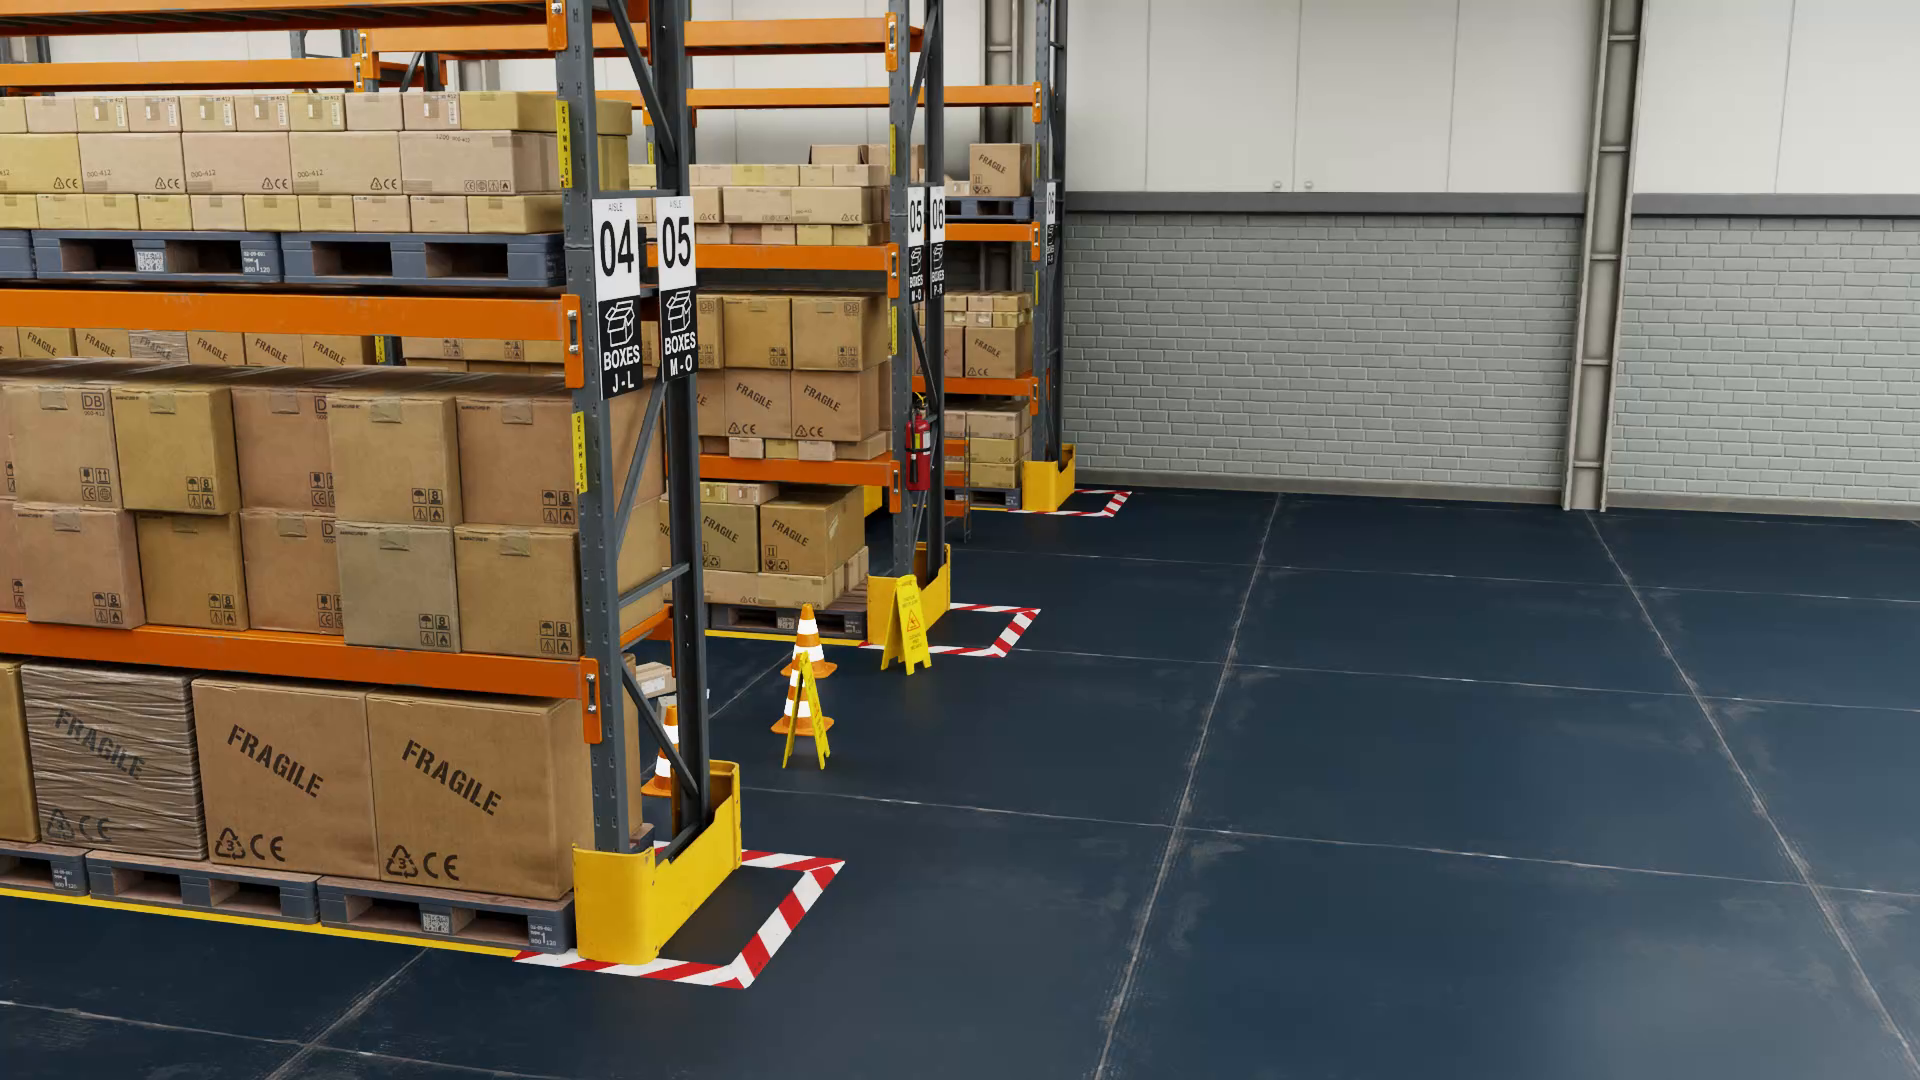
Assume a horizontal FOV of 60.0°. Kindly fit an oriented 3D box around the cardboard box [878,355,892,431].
[{"bbox_3d":[-0.689,-1.105,12.389,0.500,0.500,0.500,3,13,13],"label":"cardboard box"}]

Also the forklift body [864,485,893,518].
[{"bbox_3d":[-1.388,-1.173,15.570,1.214,2.155,2.313,3,13,14],"label":"forklift body"}]

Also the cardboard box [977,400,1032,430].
[{"bbox_3d":[0.469,-1.288,17.200,0.500,0.250,0.500,3,13,13],"label":"cardboard box"}]

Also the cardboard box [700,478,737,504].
[{"bbox_3d":[-1.752,-0.379,12.184,0.250,0.149,0.380,3,13,14],"label":"cardboard box"}]

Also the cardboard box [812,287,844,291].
[{"bbox_3d":[-1.375,-2.564,17.468,0.250,0.149,0.380,3,13,13],"label":"cardboard box"}]

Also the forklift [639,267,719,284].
[{"bbox_3d":[-3.043,-1.846,16.803,1.130,2.935,3.031,5,13,21],"label":"forklift"}]

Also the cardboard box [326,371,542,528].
[{"bbox_3d":[-2.290,-0.419,7.375,0.550,0.550,0.875,3,13,14],"label":"cardboard box"}]

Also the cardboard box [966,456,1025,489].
[{"bbox_3d":[0.358,-0.693,16.827,0.500,0.250,0.500,3,13,14],"label":"cardboard box"}]

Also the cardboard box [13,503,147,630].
[{"bbox_3d":[-3.870,0.030,7.842,0.550,0.550,0.875,3,13,14],"label":"cardboard box"}]

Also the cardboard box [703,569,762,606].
[{"bbox_3d":[-1.646,0.295,12.374,0.500,0.250,0.500,3,13,14],"label":"cardboard box"}]

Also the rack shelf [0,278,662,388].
[{"bbox_3d":[-3.325,-0.999,7.564,4.000,0.370,1.077,3,13,14],"label":"rack shelf"}]

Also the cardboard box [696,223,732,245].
[{"bbox_3d":[-1.691,-2.187,11.836,0.250,0.149,0.380,3,13,13],"label":"cardboard box"}]

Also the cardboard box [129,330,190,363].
[{"bbox_3d":[-6.173,-1.491,13.159,0.500,0.500,0.500,3,13,11],"label":"cardboard box"}]

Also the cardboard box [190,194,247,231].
[{"bbox_3d":[-3.021,-1.390,7.043,0.250,0.149,0.380,3,13,14],"label":"cardboard box"}]

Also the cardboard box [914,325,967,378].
[{"bbox_3d":[-0.152,-1.920,16.750,0.500,0.500,0.500,3,13,15],"label":"cardboard box"}]

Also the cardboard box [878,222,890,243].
[{"bbox_3d":[-0.540,-2.256,12.146,0.250,0.149,0.380,3,13,14],"label":"cardboard box"}]

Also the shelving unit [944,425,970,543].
[{"bbox_3d":[-0.052,-0.515,15.149,0.252,1.050,0.215,3,13,14],"label":"shelving unit"}]

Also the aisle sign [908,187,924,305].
[{"bbox_3d":[-0.305,-2.033,11.488,0.004,0.787,0.394,3,13,14],"label":"aisle sign"}]

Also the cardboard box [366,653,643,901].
[{"bbox_3d":[-2.058,1.029,7.624,0.875,0.875,0.875,3,13,14],"label":"cardboard box"}]

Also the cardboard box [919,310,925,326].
[{"bbox_3d":[-0.244,-2.246,16.718,0.250,0.149,0.380,3,13,13],"label":"cardboard box"}]

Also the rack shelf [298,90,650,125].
[{"bbox_3d":[-4.935,-4.566,17.639,4.000,0.370,1.077,3,13,14],"label":"rack shelf"}]

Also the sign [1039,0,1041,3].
[{"bbox_3d":[0.746,-5.182,15.494,0.005,0.325,0.100,3,13,14],"label":"sign"}]

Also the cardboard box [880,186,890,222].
[{"bbox_3d":[-0.720,-2.447,12.088,0.500,0.250,0.500,3,13,13],"label":"cardboard box"}]

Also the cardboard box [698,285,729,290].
[{"bbox_3d":[-2.611,-2.638,17.798,0.250,0.149,0.380,3,13,14],"label":"cardboard box"}]

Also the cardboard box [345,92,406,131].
[{"bbox_3d":[-2.283,-1.740,6.780,0.250,0.149,0.380,3,13,14],"label":"cardboard box"}]

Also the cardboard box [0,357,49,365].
[{"bbox_3d":[-4.917,-0.564,8.027,0.550,0.550,0.875,3,13,14],"label":"cardboard box"}]

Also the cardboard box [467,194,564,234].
[{"bbox_3d":[-1.787,-1.324,6.746,0.250,0.149,0.380,3,13,13],"label":"cardboard box"}]

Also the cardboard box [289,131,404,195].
[{"bbox_3d":[-2.411,-1.565,6.913,0.500,0.250,0.500,3,13,14],"label":"cardboard box"}]

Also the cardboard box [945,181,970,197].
[{"bbox_3d":[0.013,-3.447,16.316,0.250,0.149,0.380,3,13,12],"label":"cardboard box"}]

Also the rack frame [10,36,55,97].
[{"bbox_3d":[-10.760,-5.424,18.921,0.127,3.000,1.000,3,13,14],"label":"rack frame"}]

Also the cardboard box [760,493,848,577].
[{"bbox_3d":[-1.136,-0.044,12.170,0.500,0.500,0.500,3,13,14],"label":"cardboard box"}]

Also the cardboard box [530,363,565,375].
[{"bbox_3d":[-2.841,-1.099,12.359,0.500,0.500,0.500,3,13,13],"label":"cardboard box"}]

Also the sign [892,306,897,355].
[{"bbox_3d":[-0.448,-1.432,11.377,0.005,0.325,0.100,3,13,14],"label":"sign"}]

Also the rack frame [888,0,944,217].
[{"bbox_3d":[-0.295,-3.757,11.409,0.127,3.000,1.000,3,13,14],"label":"rack frame"}]

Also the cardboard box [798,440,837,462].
[{"bbox_3d":[-0.982,-0.670,11.925,0.250,0.149,0.380,3,13,13],"label":"cardboard box"}]

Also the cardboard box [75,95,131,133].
[{"bbox_3d":[-3.518,-1.805,7.075,0.250,0.149,0.380,3,13,13],"label":"cardboard box"}]

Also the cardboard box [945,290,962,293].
[{"bbox_3d":[-0.127,-2.493,17.145,0.250,0.149,0.380,3,13,14],"label":"cardboard box"}]

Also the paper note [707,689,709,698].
[{"bbox_3d":[-1.690,0.991,10.714,0.142,0.019,0.148,-1,13,-6],"label":"paper note"}]

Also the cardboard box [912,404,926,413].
[{"bbox_3d":[-0.621,-1.231,16.943,0.500,0.250,0.500,3,13,14],"label":"cardboard box"}]

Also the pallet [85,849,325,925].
[{"bbox_3d":[-3.359,1.490,8.045,1.213,0.211,1.003,3,13,14],"label":"pallet"}]

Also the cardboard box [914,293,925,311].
[{"bbox_3d":[-0.519,-2.390,16.683,0.250,0.149,0.380,3,13,15],"label":"cardboard box"}]

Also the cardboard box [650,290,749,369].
[{"bbox_3d":[-1.853,-1.524,11.967,0.500,0.500,0.700,3,13,13],"label":"cardboard box"}]

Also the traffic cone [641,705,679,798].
[{"bbox_3d":[-1.559,1.130,9.088,0.334,0.463,0.336,3,13,14],"label":"traffic cone"}]

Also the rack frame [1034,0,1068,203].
[{"bbox_3d":[0.890,-4.801,16.114,0.127,3.000,1.000,3,13,14],"label":"rack frame"}]

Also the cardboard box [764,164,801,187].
[{"bbox_3d":[-1.188,-2.546,11.613,0.250,0.149,0.380,3,13,13],"label":"cardboard box"}]

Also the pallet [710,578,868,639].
[{"bbox_3d":[-1.150,0.479,12.602,1.213,0.211,1.003,3,13,14],"label":"pallet"}]

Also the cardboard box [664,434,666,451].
[{"bbox_3d":[-2.189,-0.764,12.346,0.250,0.149,0.380,3,13,14],"label":"cardboard box"}]

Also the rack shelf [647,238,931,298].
[{"bbox_3d":[-2.237,-2.045,12.279,4.000,0.370,1.077,3,13,14],"label":"rack shelf"}]
